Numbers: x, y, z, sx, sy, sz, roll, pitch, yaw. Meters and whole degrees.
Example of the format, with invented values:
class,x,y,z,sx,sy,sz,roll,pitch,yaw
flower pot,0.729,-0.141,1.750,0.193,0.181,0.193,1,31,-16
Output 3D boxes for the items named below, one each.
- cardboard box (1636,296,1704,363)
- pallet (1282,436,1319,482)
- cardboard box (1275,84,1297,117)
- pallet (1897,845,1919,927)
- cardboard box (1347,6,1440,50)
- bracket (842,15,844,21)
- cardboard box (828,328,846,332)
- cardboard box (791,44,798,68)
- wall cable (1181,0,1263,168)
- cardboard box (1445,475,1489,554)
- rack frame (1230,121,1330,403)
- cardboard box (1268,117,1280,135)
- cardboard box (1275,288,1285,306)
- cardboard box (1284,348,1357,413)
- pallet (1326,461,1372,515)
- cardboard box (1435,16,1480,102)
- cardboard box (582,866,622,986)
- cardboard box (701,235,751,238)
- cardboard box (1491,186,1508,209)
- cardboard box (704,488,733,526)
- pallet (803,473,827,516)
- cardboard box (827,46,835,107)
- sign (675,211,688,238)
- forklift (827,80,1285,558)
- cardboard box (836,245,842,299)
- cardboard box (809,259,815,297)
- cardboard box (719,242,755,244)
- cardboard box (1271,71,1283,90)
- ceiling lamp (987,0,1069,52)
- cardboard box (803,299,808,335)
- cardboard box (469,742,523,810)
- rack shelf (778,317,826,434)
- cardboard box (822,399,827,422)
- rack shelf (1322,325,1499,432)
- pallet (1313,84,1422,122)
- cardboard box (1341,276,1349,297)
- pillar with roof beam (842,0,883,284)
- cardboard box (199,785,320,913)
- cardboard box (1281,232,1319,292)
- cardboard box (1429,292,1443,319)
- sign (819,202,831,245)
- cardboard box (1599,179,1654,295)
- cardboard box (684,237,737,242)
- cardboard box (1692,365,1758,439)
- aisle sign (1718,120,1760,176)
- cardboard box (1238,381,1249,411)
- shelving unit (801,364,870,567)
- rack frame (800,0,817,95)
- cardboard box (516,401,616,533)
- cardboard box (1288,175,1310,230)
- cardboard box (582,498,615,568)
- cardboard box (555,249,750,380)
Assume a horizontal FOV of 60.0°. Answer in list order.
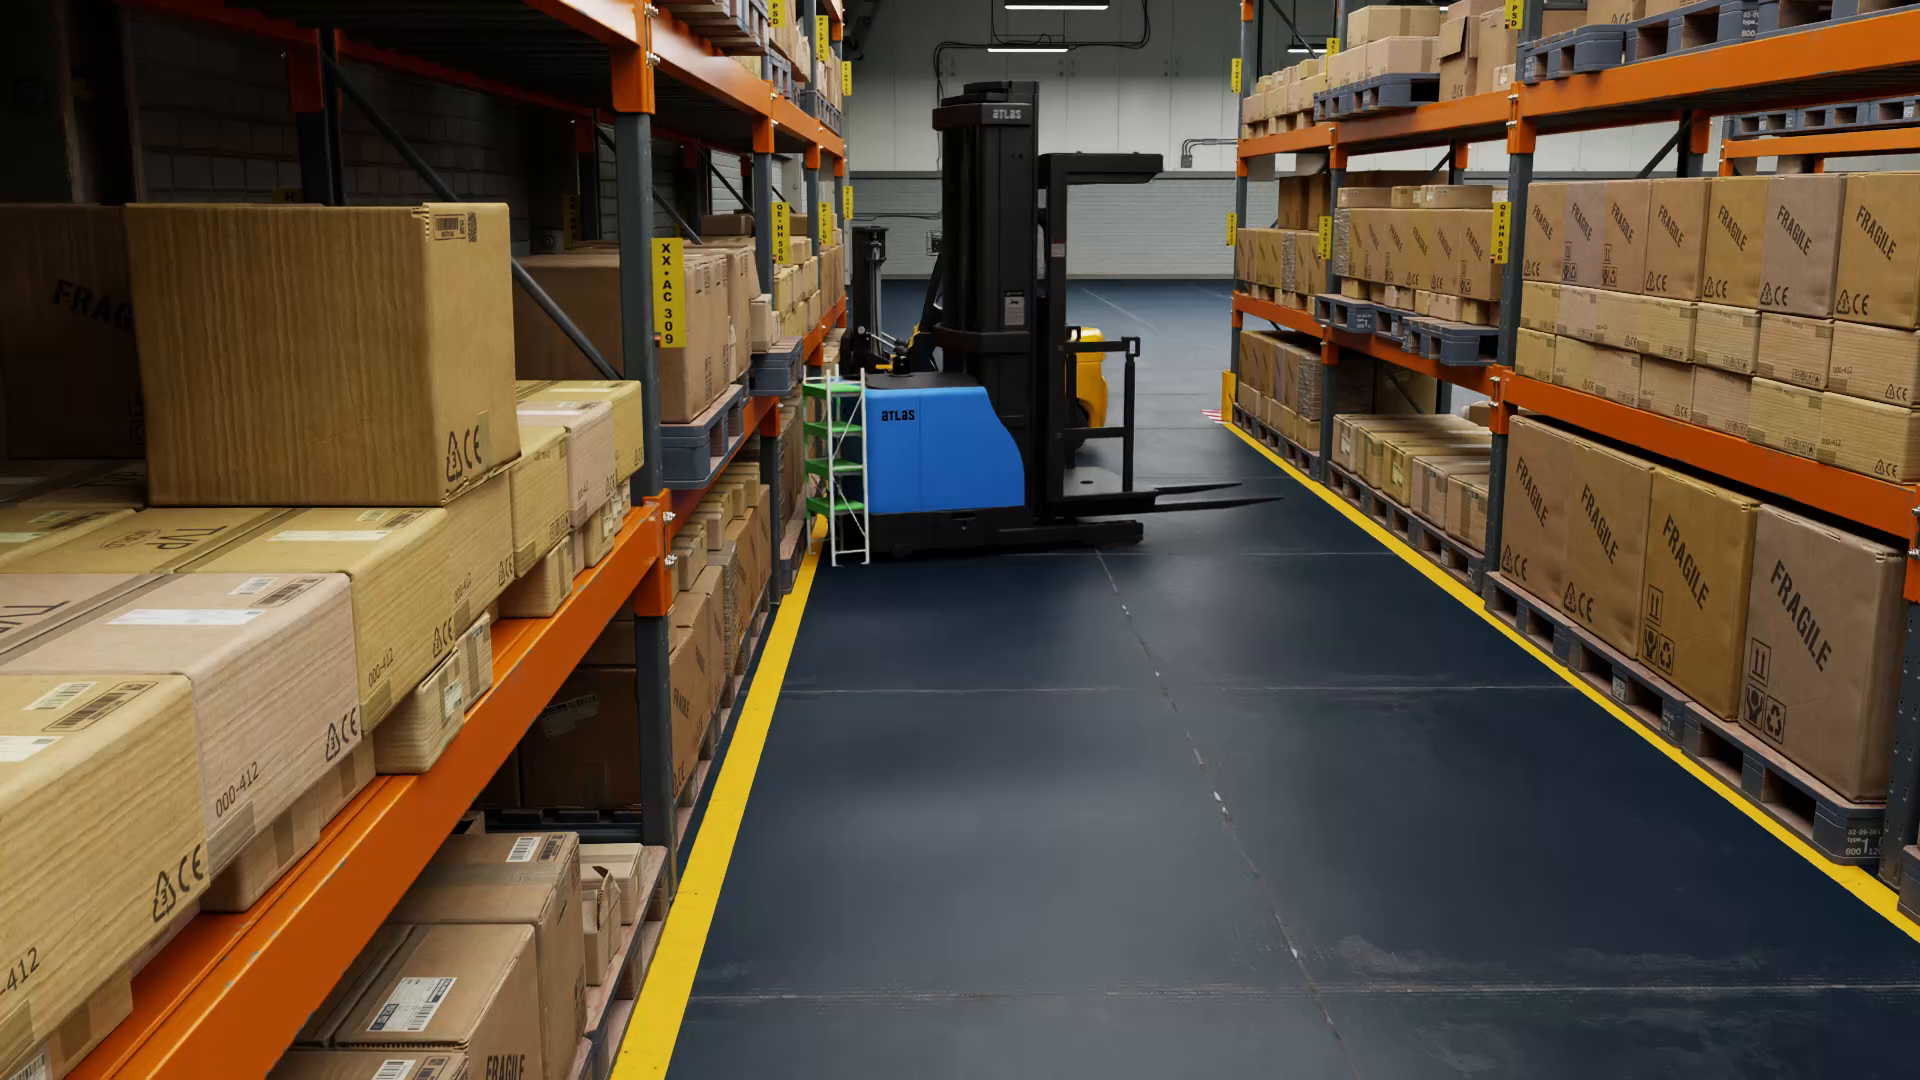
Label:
class,x,y,z,sx,sy,sz,roll,pitch,yaw
cardboard box,3.228,-0.897,7.058,0.500,0.250,0.500,0,11,0
pallet,3.327,-0.692,13.941,1.003,0.211,1.213,0,11,-1
cardboard box,3.065,-3.857,14.613,0.500,0.250,0.500,0,11,0
pallet,3.479,1.183,4.698,1.003,0.211,1.213,0,11,-1
cardboard box,3.008,-3.556,11.563,0.500,0.250,0.500,0,11,-2
bracket,-2.635,-11.439,35.759,0.076,0.066,4.783,0,11,-1
cardboard box,-1.347,-1.958,16.509,0.500,0.250,0.500,0,11,1
cardboard box,-1.244,-3.136,10.750,0.380,0.149,0.250,0,11,-2
wall cable,7.578,-13.755,47.671,2.305,6.003,0.169,0,11,-1
cardboard box,3.458,-0.161,9.860,0.950,0.372,0.625,-1,12,-5
rack frame,3.294,-2.721,16.926,1.000,3.000,0.127,0,11,-1
cardboard box,3.007,-3.744,15.055,0.380,0.149,0.250,0,11,-1
cardboard box,3.024,-2.169,14.838,0.380,0.149,0.250,0,11,-1
cardboard box,3.084,-1.369,14.236,0.500,0.500,0.500,0,11,0
pallet,3.394,-0.404,12.521,1.003,0.211,1.213,0,11,-1
cardboard box,3.399,-2.954,10.273,0.797,0.503,0.637,0,11,-1
cardboard box,-1.108,1.000,4.404,0.396,0.266,0.258,0,11,1
cardboard box,-1.849,-2.334,13.138,0.380,0.149,0.250,0,11,-1
cardboard box,3.668,-2.362,11.470,0.380,0.149,0.250,-1,11,-4
cardboard box,-1.282,-0.152,7.861,0.380,0.149,0.250,0,11,1
pallet,-1.532,-0.392,12.458,1.003,0.211,1.213,0,11,-1
cardboard box,-1.495,-4.182,15.027,0.700,0.500,0.500,0,11,-1
sign,-2.141,-2.365,12.795,0.100,0.325,0.005,0,11,-1
forklift,0.683,-1.477,10.966,3.031,2.935,1.130,-4,12,-18
cardboard box,-1.394,-2.549,15.826,0.500,0.500,0.500,0,11,1
cardboard box,-1.302,-1.877,11.888,0.500,0.250,0.500,-1,11,-3
cardboard box,-1.355,-1.849,10.744,0.380,0.149,0.250,0,11,-1
cardboard box,3.017,-4.136,14.982,0.380,0.149,0.250,0,11,0
ceiling lamp,1.653,-13.573,40.649,2.000,3.185,0.800,0,11,-1
cardboard box,-1.318,-1.533,11.449,0.500,0.250,0.500,0,11,-1
cardboard box,-1.726,0.609,5.745,0.500,0.500,0.500,0,11,-1
rack shelf,-1.545,-1.154,11.014,1.077,0.370,4.000,0,11,-1
cardboard box,-1.287,-1.105,13.564,0.500,0.250,0.500,0,11,-1
rack shelf,3.418,-1.175,11.118,1.077,0.370,4.000,0,11,-1
pallet,3.283,-3.180,12.120,1.213,0.211,1.003,0,11,-1
cardboard box,3.072,-1.897,12.442,0.380,0.149,0.250,0,11,0
pillar with roof beam,1.129,-11.479,45.006,9.100,9.000,0.548,0,11,-1
cardboard box,-1.106,0.385,2.251,0.380,0.149,0.250,0,11,1
cardboard box,3.086,-2.413,14.410,0.500,0.500,0.500,0,11,0
cardboard box,3.092,-1.430,10.141,0.380,0.149,0.250,-1,11,-4
sign,-1.044,-2.437,12.815,0.100,0.325,0.005,0,11,-1
cardboard box,3.240,-1.369,7.496,0.500,0.500,0.500,0,11,0
cardboard box,-1.840,-2.147,12.215,0.380,0.149,0.250,-1,11,-3
cardboard box,3.280,-0.552,6.611,0.500,0.250,0.500,-1,11,-3
aisle sign,7.939,-4.048,16.930,0.394,0.787,0.004,0,11,-1
cardboard box,3.034,-1.418,16.361,0.500,0.250,0.500,0,11,-2
shelving unit,-0.776,-0.475,10.334,0.258,1.200,0.503,-5,10,-22
rack frame,-1.586,-4.845,12.306,1.000,3.000,0.127,0,11,-1
cardboard box,-1.141,-0.187,4.064,0.500,0.250,0.500,0,11,-1
cardboard box,3.526,-3.204,15.795,0.700,0.500,0.500,0,11,-1
cardboard box,-1.105,-0.026,4.272,0.380,0.149,0.250,0,11,0
cardboard box,-1.234,-0.925,6.767,0.700,0.500,0.500,0,11,-1
